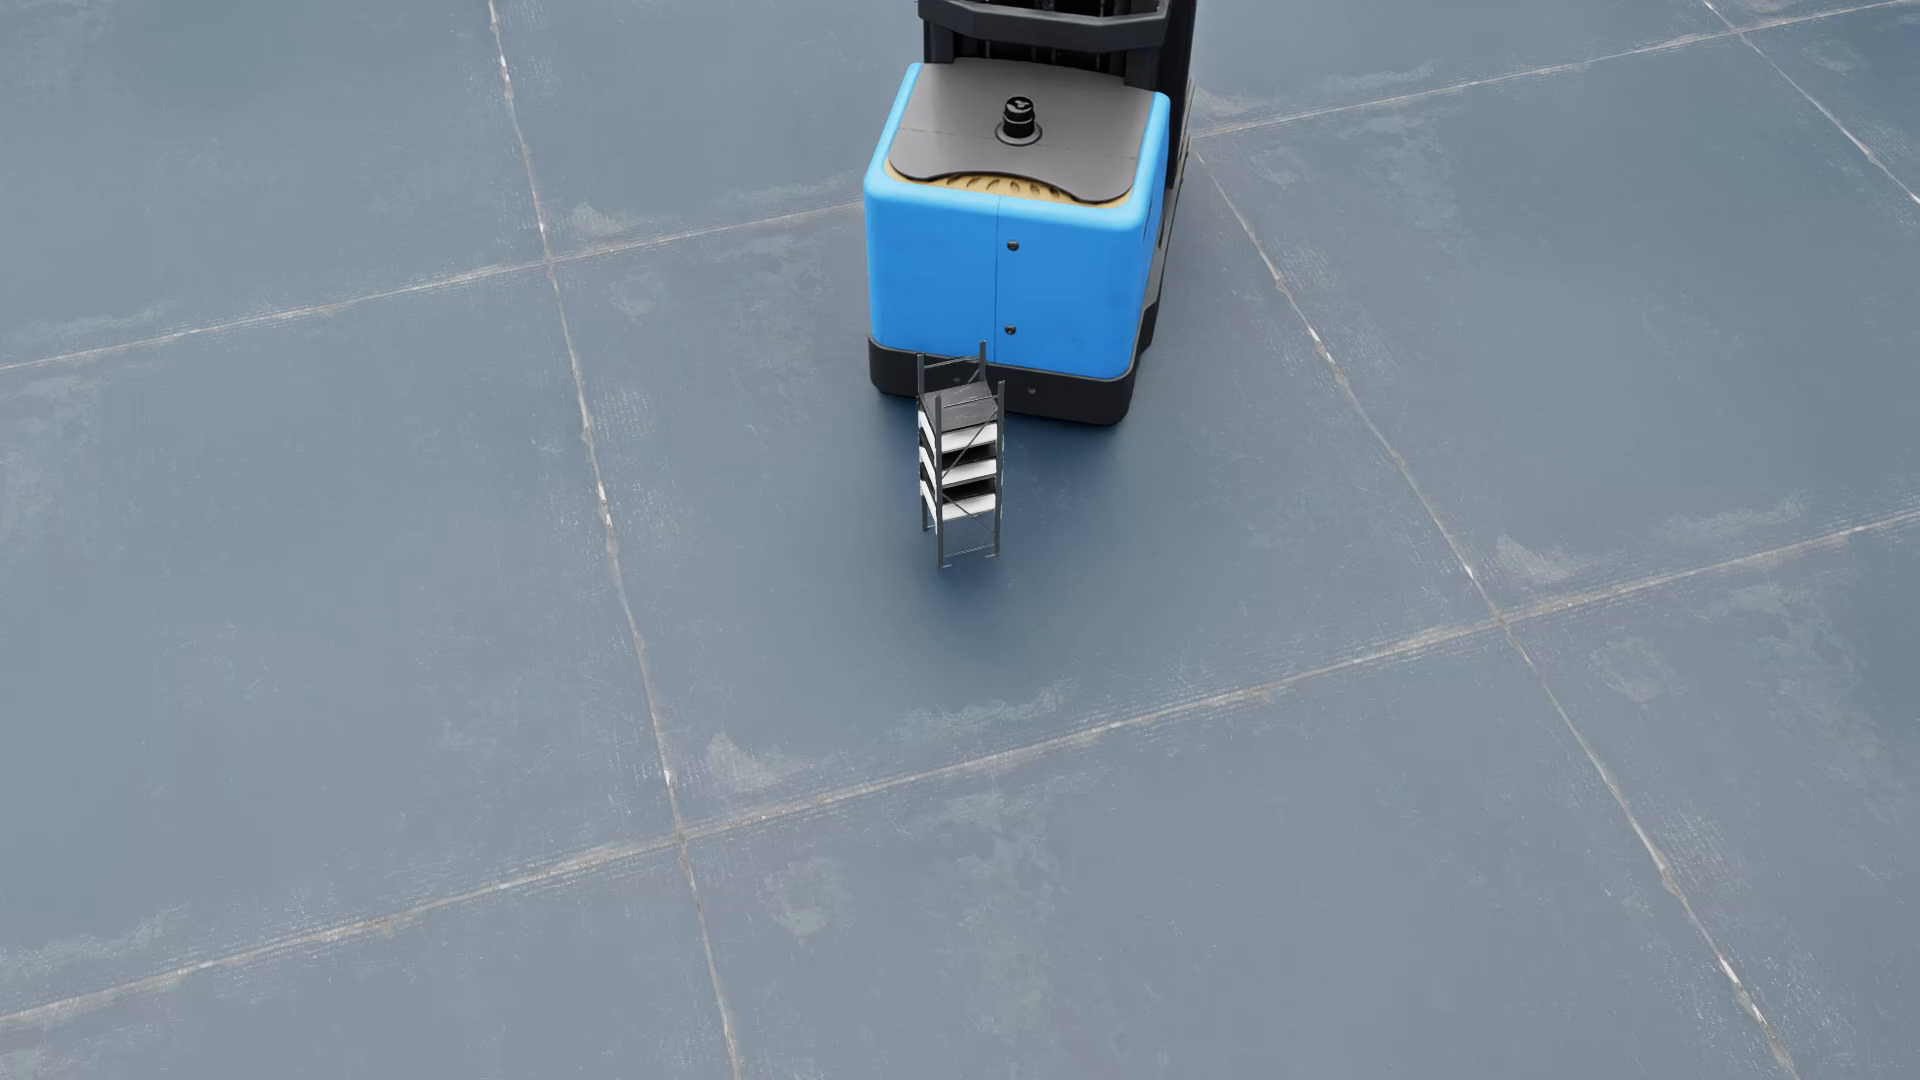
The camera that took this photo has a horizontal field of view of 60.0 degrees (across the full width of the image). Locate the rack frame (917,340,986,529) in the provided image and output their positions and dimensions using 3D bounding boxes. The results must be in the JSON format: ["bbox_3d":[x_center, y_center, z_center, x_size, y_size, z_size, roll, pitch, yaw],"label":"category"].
[{"bbox_3d":[-0.028,-0.358,5.964,0.240,0.900,0.006,-13,51,-11],"label":"rack frame"}]

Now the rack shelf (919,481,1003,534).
[{"bbox_3d":[0.002,-0.147,6.064,0.258,0.077,0.200,-13,51,-11],"label":"rack shelf"}]

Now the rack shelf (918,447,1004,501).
[{"bbox_3d":[0.002,-0.263,5.926,0.258,0.077,0.200,-13,51,-11],"label":"rack shelf"}]

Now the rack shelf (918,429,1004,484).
[{"bbox_3d":[0.002,-0.321,5.858,0.258,0.077,0.200,-13,51,-11],"label":"rack shelf"}]

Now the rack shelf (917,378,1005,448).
[{"bbox_3d":[0.002,-0.437,5.720,0.258,0.077,0.200,-13,51,-11],"label":"rack shelf"}]

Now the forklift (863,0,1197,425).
[{"bbox_3d":[0.444,-2.551,6.483,1.130,2.935,3.031,9,50,8],"label":"forklift"}]

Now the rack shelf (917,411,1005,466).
[{"bbox_3d":[0.002,-0.379,5.789,0.258,0.077,0.200,-13,51,-11],"label":"rack shelf"}]

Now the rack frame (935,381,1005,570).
[{"bbox_3d":[0.032,-0.210,5.838,0.240,0.900,0.006,-13,51,-11],"label":"rack frame"}]

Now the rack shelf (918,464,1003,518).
[{"bbox_3d":[0.002,-0.205,5.995,0.258,0.077,0.200,-13,51,-11],"label":"rack shelf"}]

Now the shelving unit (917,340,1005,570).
[{"bbox_3d":[0.002,-0.284,5.901,0.258,0.900,0.210,-13,51,-11],"label":"shelving unit"}]
